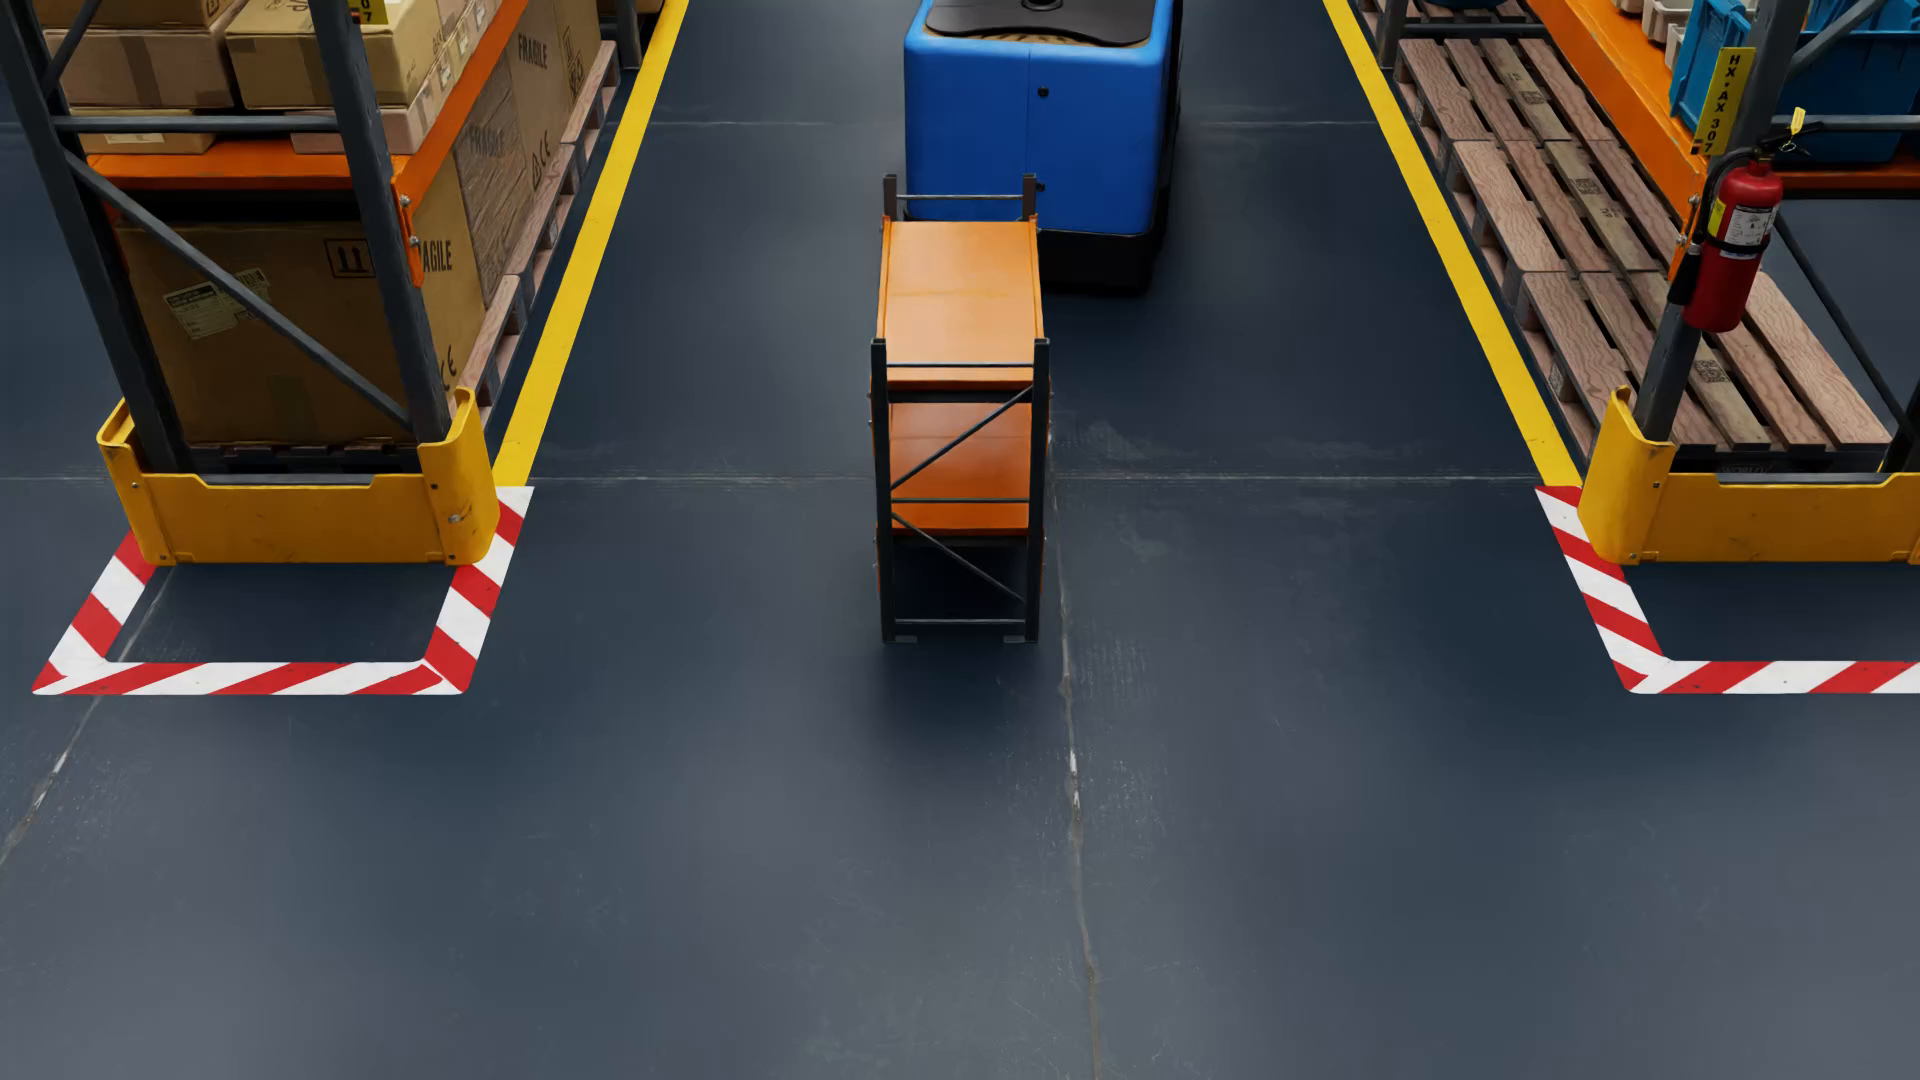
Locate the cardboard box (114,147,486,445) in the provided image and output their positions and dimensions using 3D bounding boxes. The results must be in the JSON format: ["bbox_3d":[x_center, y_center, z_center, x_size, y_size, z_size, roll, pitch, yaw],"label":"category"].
[{"bbox_3d":[-2.285,-0.941,5.888,0.875,0.875,0.875,0,39,0],"label":"cardboard box"}]

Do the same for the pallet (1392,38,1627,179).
[{"bbox_3d":[2.784,-2.163,8.280,1.003,0.211,1.213,0,39,0],"label":"pallet"}]

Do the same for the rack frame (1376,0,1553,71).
[{"bbox_3d":[2.744,-3.711,7.982,1.000,3.000,0.127,0,39,0],"label":"rack frame"}]

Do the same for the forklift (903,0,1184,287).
[{"bbox_3d":[0.504,-3.121,7.301,1.130,2.935,3.031,6,39,7],"label":"forklift"}]

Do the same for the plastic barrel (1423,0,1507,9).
[{"bbox_3d":[2.761,-3.396,8.931,0.600,0.901,0.708,0,39,0],"label":"plastic barrel"}]

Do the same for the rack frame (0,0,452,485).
[{"bbox_3d":[-2.204,-1.206,4.856,1.000,3.000,0.127,0,39,0],"label":"rack frame"}]

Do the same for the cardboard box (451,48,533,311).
[{"bbox_3d":[-2.286,-1.510,6.598,0.875,0.875,0.875,0,39,0],"label":"cardboard box"}]

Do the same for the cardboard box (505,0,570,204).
[{"bbox_3d":[-2.287,-2.066,7.293,0.875,0.875,0.875,0,39,0],"label":"cardboard box"}]

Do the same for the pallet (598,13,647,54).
[{"bbox_3d":[-2.285,-3.101,9.451,1.003,0.211,1.213,0,39,0],"label":"pallet"}]

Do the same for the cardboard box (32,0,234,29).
[{"bbox_3d":[-2.468,-1.860,4.955,0.500,0.500,0.500,0,39,1],"label":"cardboard box"}]

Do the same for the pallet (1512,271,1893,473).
[{"bbox_3d":[2.787,-0.637,6.376,1.003,0.211,1.213,0,39,0],"label":"pallet"}]

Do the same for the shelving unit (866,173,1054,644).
[{"bbox_3d":[0.000,-0.435,5.393,0.538,1.125,1.048,0,39,0],"label":"shelving unit"}]

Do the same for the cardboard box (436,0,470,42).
[{"bbox_3d":[-1.942,-1.889,5.590,0.500,0.250,0.500,0,39,-1],"label":"cardboard box"}]

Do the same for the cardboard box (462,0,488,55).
[{"bbox_3d":[-1.878,-1.814,5.815,0.380,0.149,0.250,-1,39,-1],"label":"cardboard box"}]

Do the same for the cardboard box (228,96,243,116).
[{"bbox_3d":[-2.536,-1.493,5.415,0.380,0.149,0.250,0,39,0],"label":"cardboard box"}]

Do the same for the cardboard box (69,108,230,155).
[{"bbox_3d":[-2.534,-1.330,5.212,0.380,0.149,0.250,1,39,1],"label":"cardboard box"}]

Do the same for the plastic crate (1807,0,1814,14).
[{"bbox_3d":[3.159,-1.909,5.897,0.250,0.136,0.298,0,39,0],"label":"plastic crate"}]

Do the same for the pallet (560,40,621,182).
[{"bbox_3d":[-2.286,-2.143,8.256,1.003,0.211,1.213,0,39,0],"label":"pallet"}]

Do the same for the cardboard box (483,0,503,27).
[{"bbox_3d":[-1.878,-1.973,6.014,0.380,0.149,0.250,-1,39,-1],"label":"cardboard box"}]

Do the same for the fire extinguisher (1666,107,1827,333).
[{"bbox_3d":[2.295,-0.939,4.883,0.296,0.674,0.183,0,39,0],"label":"fire extinguisher"}]

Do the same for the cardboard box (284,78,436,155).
[{"bbox_3d":[-1.875,-1.330,5.212,0.380,0.149,0.250,0,39,0],"label":"cardboard box"}]

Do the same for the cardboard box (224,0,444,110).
[{"bbox_3d":[-1.935,-1.564,5.185,0.500,0.250,0.500,-1,39,-1],"label":"cardboard box"}]

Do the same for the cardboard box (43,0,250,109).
[{"bbox_3d":[-2.470,-1.566,5.188,0.500,0.250,0.500,-1,39,-1],"label":"cardboard box"}]

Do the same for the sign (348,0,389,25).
[{"bbox_3d":[-1.649,-1.571,4.556,0.100,0.325,0.005,0,39,0],"label":"sign"}]

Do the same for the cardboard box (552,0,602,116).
[{"bbox_3d":[-2.288,-2.629,7.995,0.875,0.875,0.875,0,39,0],"label":"cardboard box"}]

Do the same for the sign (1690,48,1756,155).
[{"bbox_3d":[2.199,-1.262,4.796,0.100,0.325,0.005,0,39,0],"label":"sign"}]

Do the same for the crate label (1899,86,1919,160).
[{"bbox_3d":[3.078,-1.322,5.087,0.416,0.233,0.303,0,39,0],"label":"crate label"}]

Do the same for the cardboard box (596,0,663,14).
[{"bbox_3d":[-2.229,-3.442,9.010,1.225,0.875,0.875,0,39,0],"label":"cardboard box"}]

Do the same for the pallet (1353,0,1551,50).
[{"bbox_3d":[2.785,-3.105,9.456,1.003,0.211,1.213,0,39,0],"label":"pallet"}]

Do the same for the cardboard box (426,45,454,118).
[{"bbox_3d":[-1.876,-1.490,5.412,0.380,0.149,0.250,-1,39,-1],"label":"cardboard box"}]

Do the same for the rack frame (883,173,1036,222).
[{"bbox_3d":[-0.001,-0.753,5.790,0.500,1.125,0.032,0,39,0],"label":"rack frame"}]

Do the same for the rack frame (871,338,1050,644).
[{"bbox_3d":[0.001,-0.117,4.996,0.500,1.125,0.032,0,39,0],"label":"rack frame"}]

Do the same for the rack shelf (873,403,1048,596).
[{"bbox_3d":[0.000,-0.244,5.546,0.538,0.278,1.000,0,39,0],"label":"rack shelf"}]

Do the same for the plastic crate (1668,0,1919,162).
[{"bbox_3d":[2.562,-1.456,5.092,0.616,0.435,0.499,0,39,0],"label":"plastic crate"}]

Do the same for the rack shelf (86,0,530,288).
[{"bbox_3d":[-2.206,-2.176,6.642,1.077,0.370,4.000,0,39,0],"label":"rack shelf"}]

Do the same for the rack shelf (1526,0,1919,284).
[{"bbox_3d":[2.746,-2.179,6.646,1.077,0.370,4.000,0,39,0],"label":"rack shelf"}]

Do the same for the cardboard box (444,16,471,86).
[{"bbox_3d":[-1.877,-1.650,5.612,0.380,0.149,0.250,-1,39,-1],"label":"cardboard box"}]

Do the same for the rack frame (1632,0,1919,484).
[{"bbox_3d":[2.749,-1.209,4.860,1.000,3.000,0.127,0,39,0],"label":"rack frame"}]

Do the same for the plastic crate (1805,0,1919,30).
[{"bbox_3d":[3.077,-1.734,5.601,0.416,0.233,0.300,0,39,0],"label":"plastic crate"}]

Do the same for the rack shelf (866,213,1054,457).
[{"bbox_3d":[0.000,-0.663,5.210,0.538,0.278,1.000,0,39,0],"label":"rack shelf"}]

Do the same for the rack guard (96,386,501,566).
[{"bbox_3d":[-2.204,-0.215,5.619,1.175,0.500,0.348,0,39,0],"label":"rack guard"}]

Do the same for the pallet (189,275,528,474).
[{"bbox_3d":[-2.283,-0.618,6.352,1.003,0.211,1.213,0,39,0],"label":"pallet"}]

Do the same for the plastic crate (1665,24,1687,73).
[{"bbox_3d":[2.567,-1.640,5.560,0.396,0.136,0.243,0,39,0],"label":"plastic crate"}]

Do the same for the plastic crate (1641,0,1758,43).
[{"bbox_3d":[2.581,-1.821,5.786,0.396,0.136,0.243,0,39,0],"label":"plastic crate"}]

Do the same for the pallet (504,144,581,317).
[{"bbox_3d":[-2.282,-1.379,7.301,1.003,0.211,1.213,0,39,0],"label":"pallet"}]

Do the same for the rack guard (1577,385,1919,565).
[{"bbox_3d":[2.762,-0.219,5.623,1.175,0.500,0.348,0,39,0],"label":"rack guard"}]

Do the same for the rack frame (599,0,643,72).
[{"bbox_3d":[-2.209,-3.707,7.977,1.000,3.000,0.127,0,39,0],"label":"rack frame"}]

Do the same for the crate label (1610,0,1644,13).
[{"bbox_3d":[2.556,-1.995,6.004,0.396,0.136,0.243,0,39,0],"label":"crate label"}]

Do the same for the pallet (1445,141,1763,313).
[{"bbox_3d":[2.788,-1.398,7.326,1.003,0.211,1.213,0,39,0],"label":"pallet"}]
